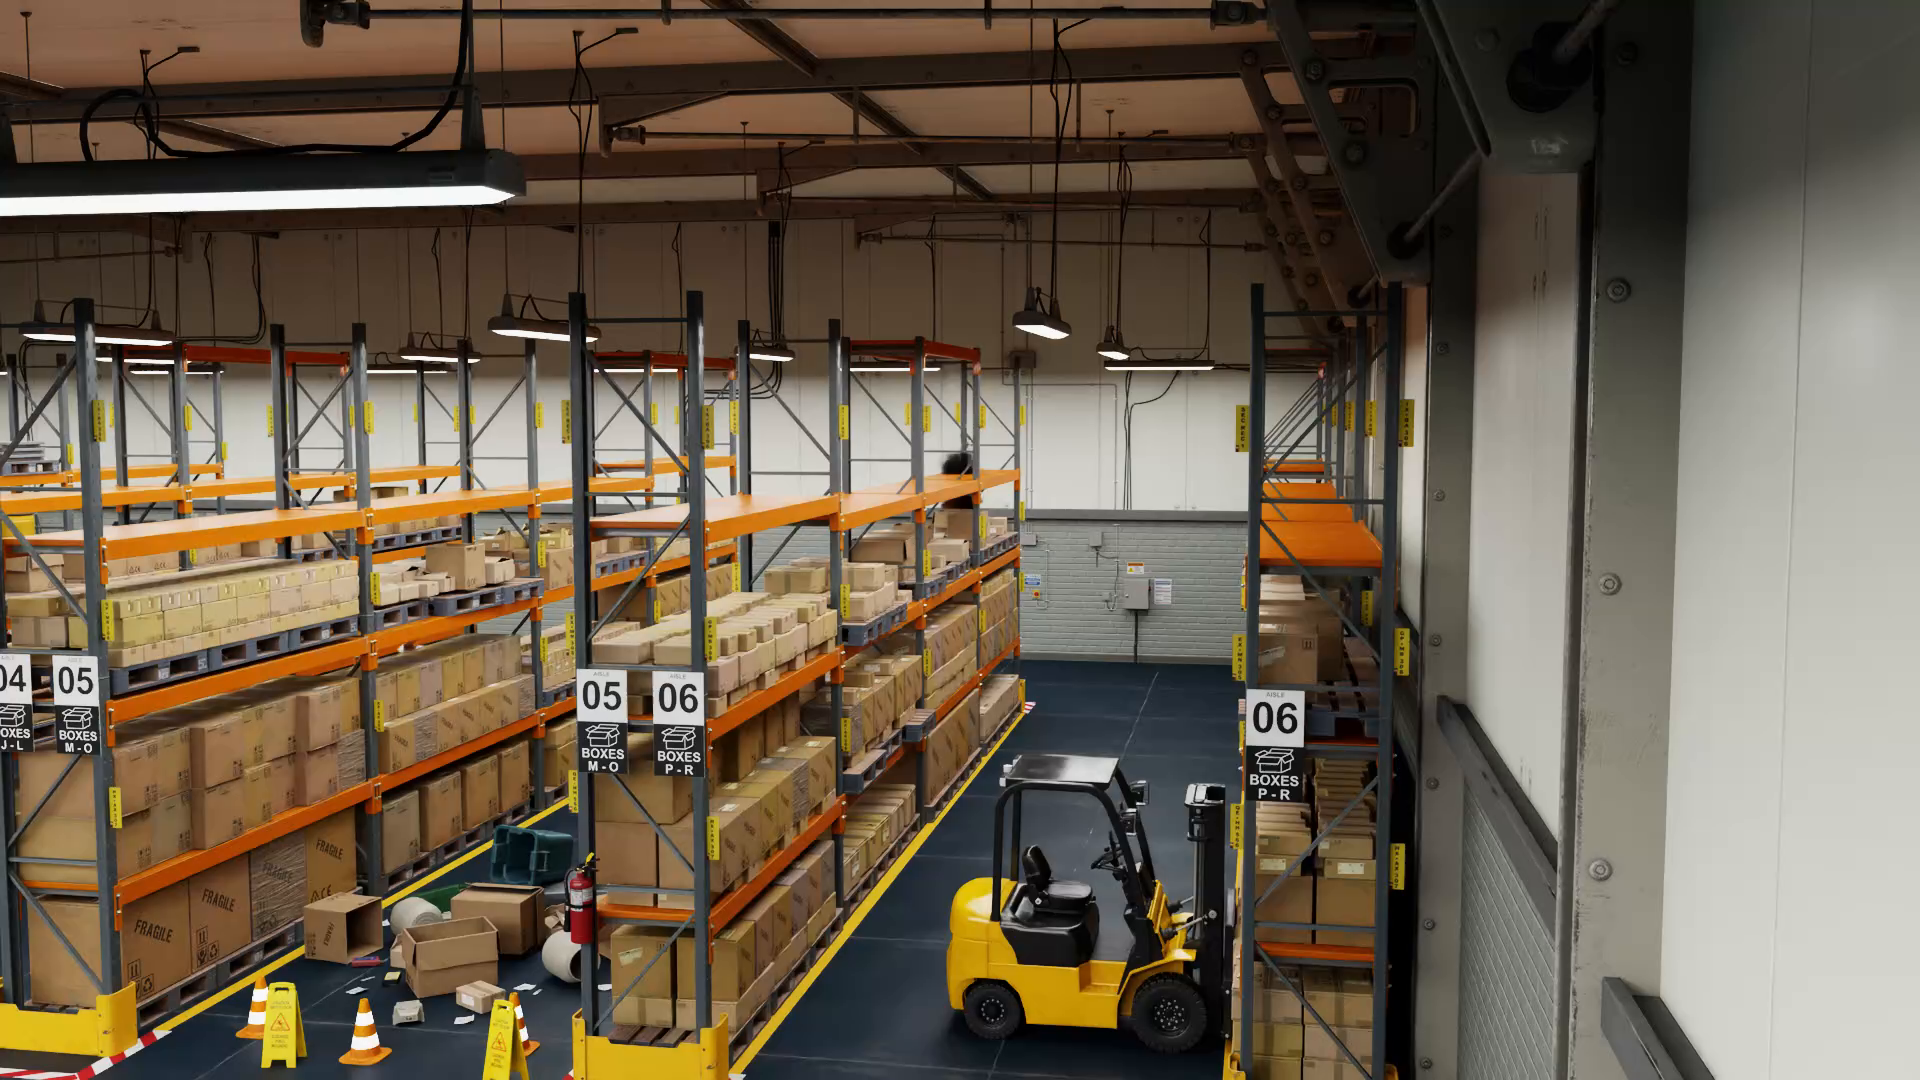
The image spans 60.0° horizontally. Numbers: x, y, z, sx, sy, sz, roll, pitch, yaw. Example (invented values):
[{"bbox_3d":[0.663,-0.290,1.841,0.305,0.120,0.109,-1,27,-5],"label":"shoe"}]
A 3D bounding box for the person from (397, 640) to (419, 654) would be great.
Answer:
[{"bbox_3d":[-8.340,2.245,25.402,0.729,1.782,1.017,1,5,13],"label":"person"}]
